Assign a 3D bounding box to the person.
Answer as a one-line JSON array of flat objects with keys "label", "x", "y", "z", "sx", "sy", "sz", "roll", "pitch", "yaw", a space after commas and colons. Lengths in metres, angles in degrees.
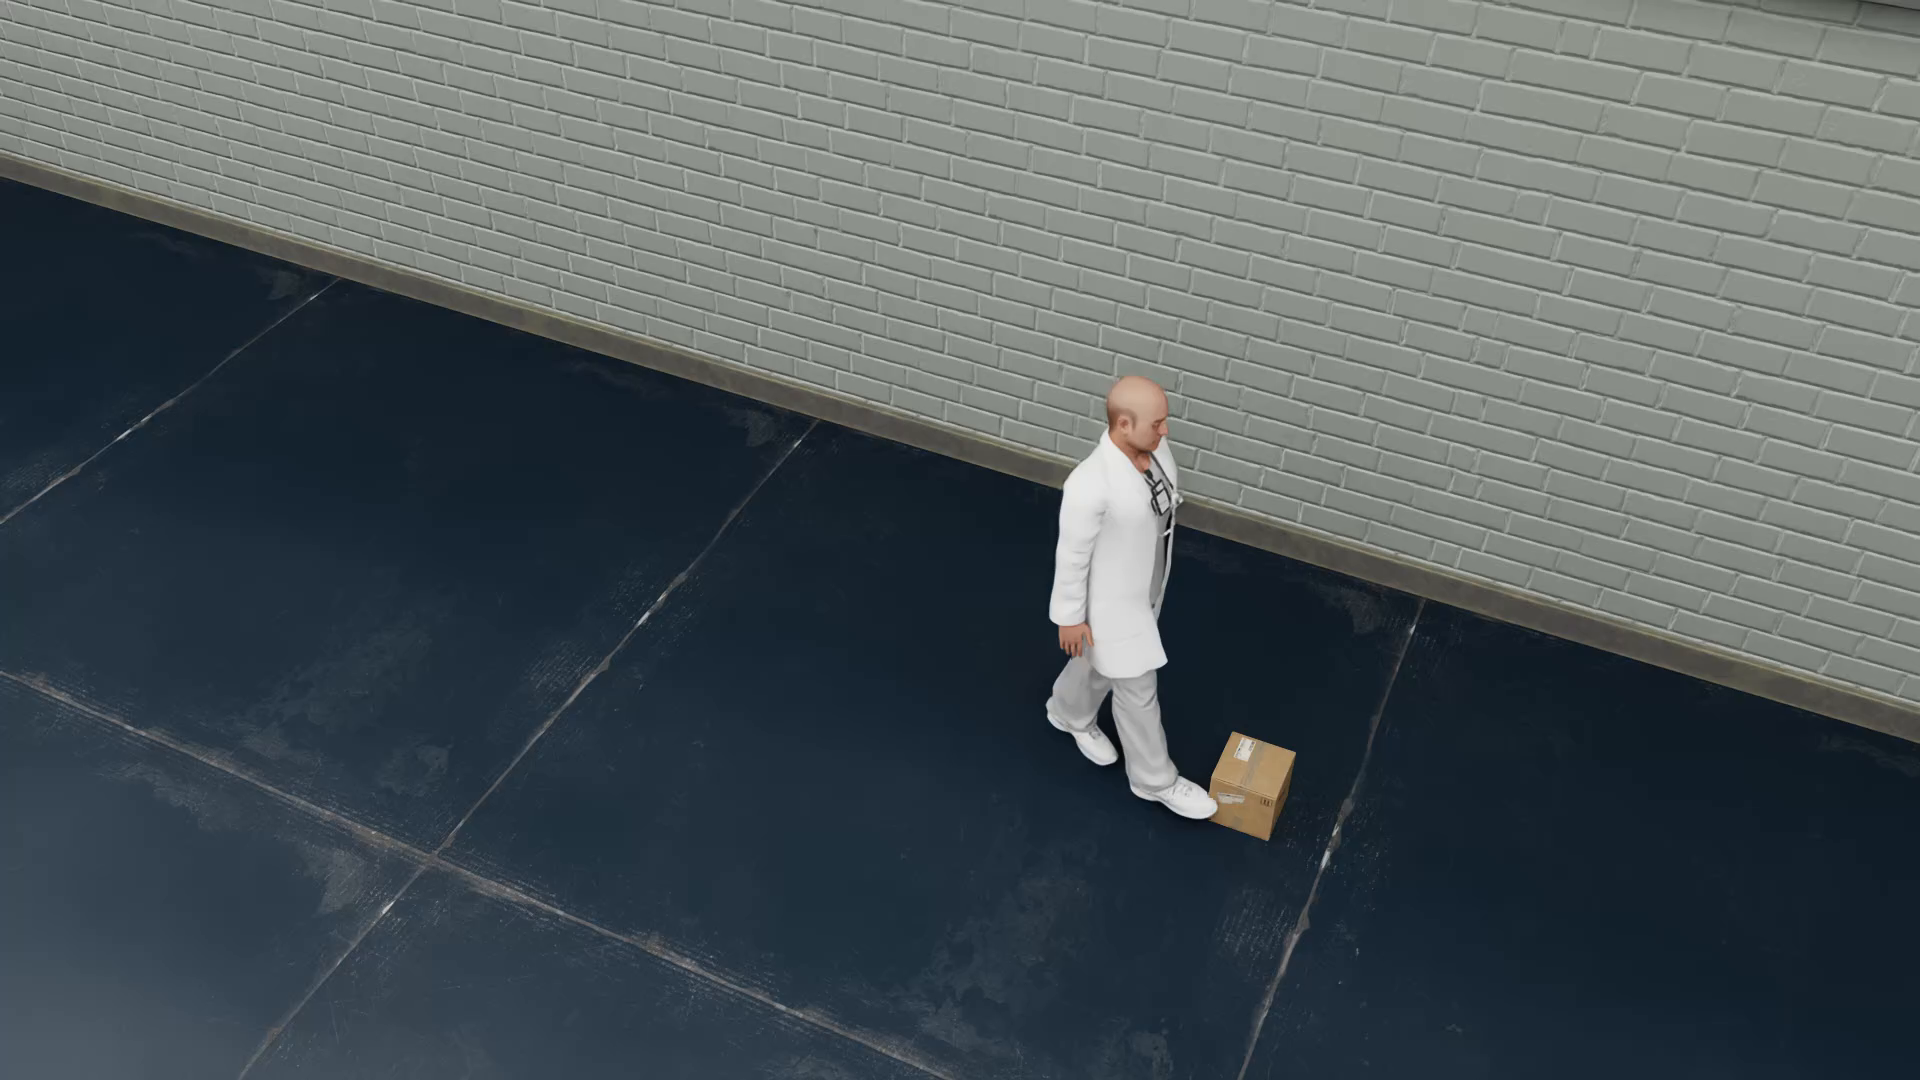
[{"label": "person", "x": 0.680, "y": 0.210, "z": 5.928, "sx": 0.818, "sy": 1.760, "sz": 0.630, "roll": 23, "pitch": 46, "yaw": 24}]
